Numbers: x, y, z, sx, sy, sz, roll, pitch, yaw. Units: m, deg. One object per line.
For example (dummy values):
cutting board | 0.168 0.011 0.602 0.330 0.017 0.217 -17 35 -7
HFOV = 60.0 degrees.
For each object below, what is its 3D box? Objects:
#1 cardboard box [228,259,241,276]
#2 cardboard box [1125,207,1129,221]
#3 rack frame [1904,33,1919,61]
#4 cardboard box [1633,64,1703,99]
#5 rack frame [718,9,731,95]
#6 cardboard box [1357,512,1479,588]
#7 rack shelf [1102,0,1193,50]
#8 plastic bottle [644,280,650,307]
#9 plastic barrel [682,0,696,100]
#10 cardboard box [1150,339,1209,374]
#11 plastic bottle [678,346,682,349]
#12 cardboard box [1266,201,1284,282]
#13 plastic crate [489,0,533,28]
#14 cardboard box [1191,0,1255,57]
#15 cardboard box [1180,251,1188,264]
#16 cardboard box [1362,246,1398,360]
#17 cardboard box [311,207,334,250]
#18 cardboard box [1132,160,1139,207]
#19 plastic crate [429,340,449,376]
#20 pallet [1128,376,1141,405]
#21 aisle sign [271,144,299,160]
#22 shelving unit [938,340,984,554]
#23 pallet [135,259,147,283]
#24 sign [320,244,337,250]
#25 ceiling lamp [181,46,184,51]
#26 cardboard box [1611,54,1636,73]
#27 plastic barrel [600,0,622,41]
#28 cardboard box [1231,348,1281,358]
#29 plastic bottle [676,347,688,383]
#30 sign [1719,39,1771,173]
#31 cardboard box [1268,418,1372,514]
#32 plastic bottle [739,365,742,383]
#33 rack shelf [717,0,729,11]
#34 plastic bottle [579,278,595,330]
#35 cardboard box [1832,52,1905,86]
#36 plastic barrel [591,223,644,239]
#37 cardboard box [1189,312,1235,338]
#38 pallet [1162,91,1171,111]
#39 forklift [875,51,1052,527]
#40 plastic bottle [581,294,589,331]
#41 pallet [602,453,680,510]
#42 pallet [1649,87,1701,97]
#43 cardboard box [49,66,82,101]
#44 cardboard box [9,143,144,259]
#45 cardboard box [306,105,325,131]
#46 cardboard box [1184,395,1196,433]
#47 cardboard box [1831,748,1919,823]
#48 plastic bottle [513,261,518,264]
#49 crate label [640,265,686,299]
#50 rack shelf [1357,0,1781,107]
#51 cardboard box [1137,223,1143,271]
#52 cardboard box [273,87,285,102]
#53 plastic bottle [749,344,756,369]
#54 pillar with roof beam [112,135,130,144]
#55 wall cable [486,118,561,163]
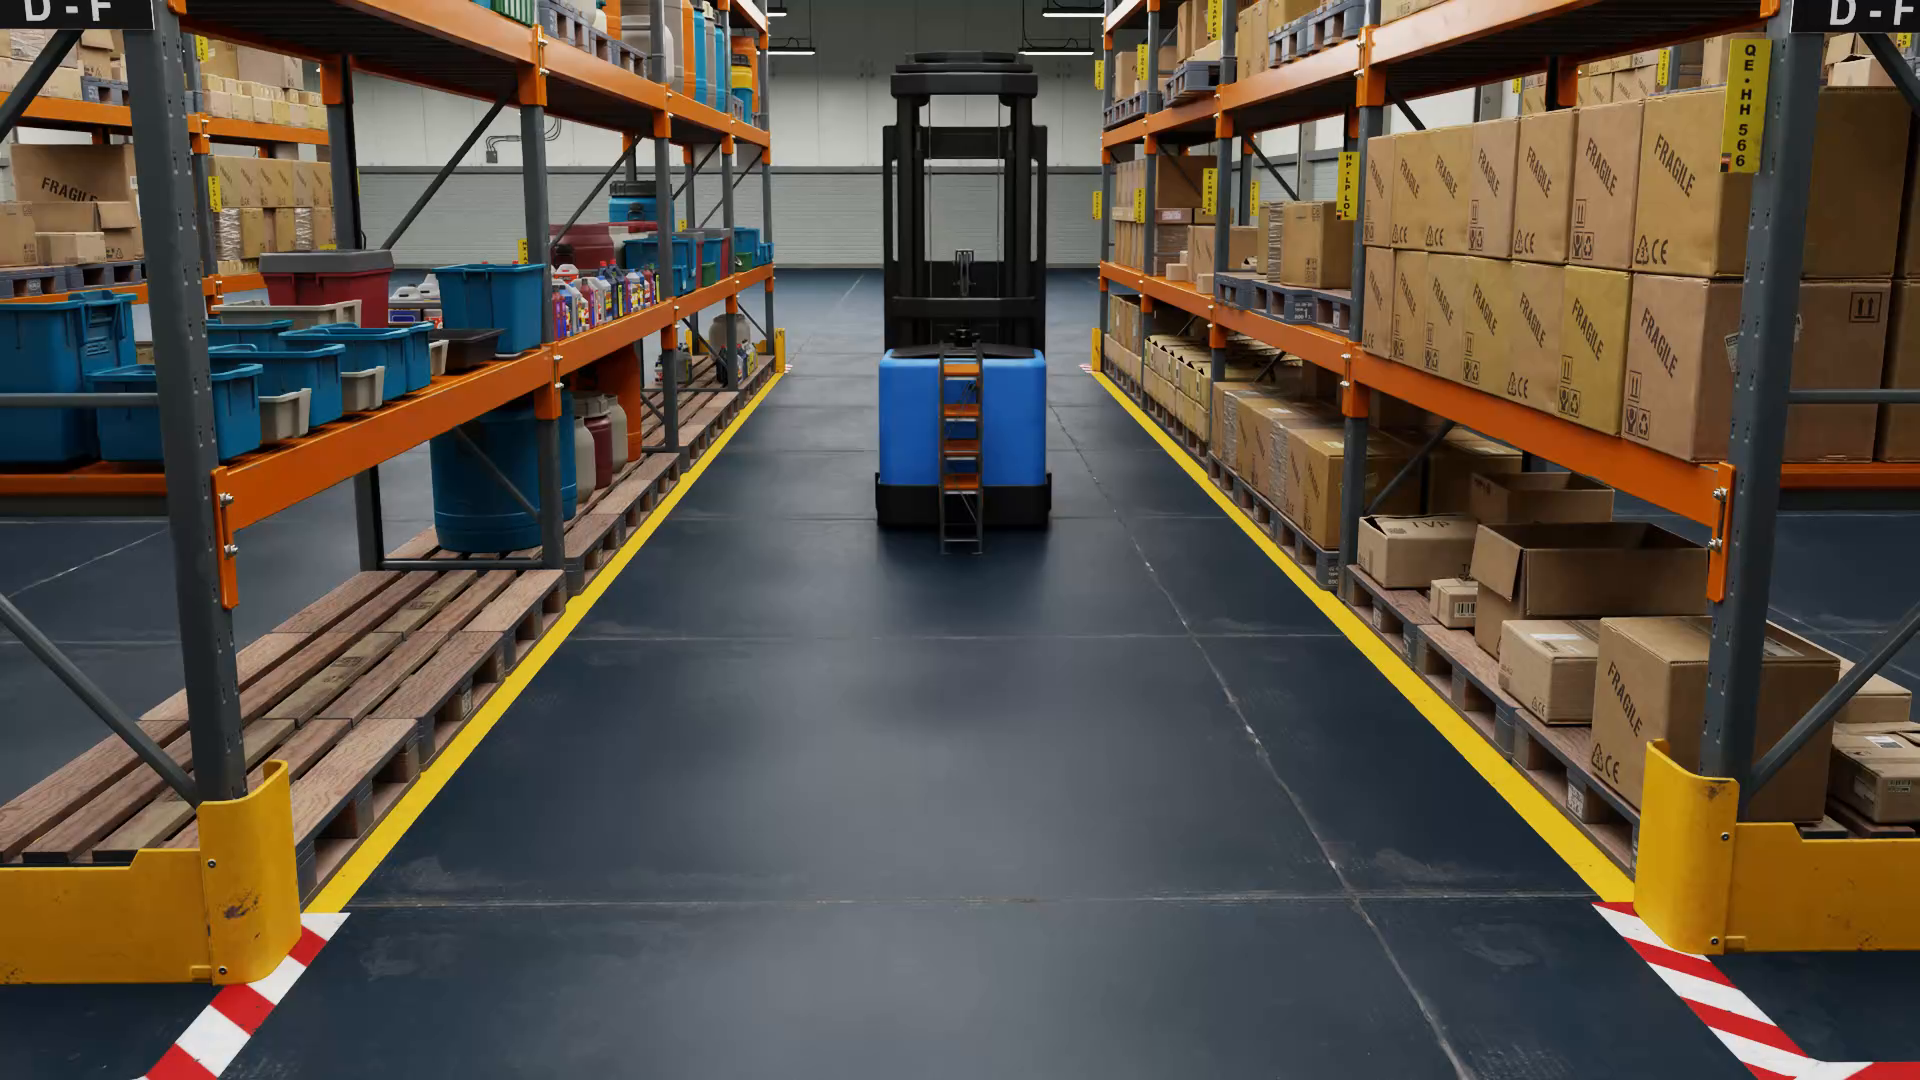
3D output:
cardboard box | -7.320 -2.682 16.365 0.380 0.149 0.250 0 11 -1
cardboard box | 2.019 -3.578 18.269 0.380 0.149 0.250 0 11 -2
rack frame | 7.315 -4.917 11.663 1.000 3.000 0.127 0 11 -1
cardboard box | 6.975 -4.401 16.361 0.500 0.500 0.500 0 11 0
rack frame | -2.672 -5.671 15.382 1.000 3.000 0.127 0 11 -1
cardboard box | 2.238 0.026 8.044 0.500 0.311 0.500 0 11 -1
rack shelf | 2.239 -5.540 17.549 1.077 0.370 4.000 0 11 -1
plastic bottle | -2.166 -1.691 11.351 0.097 0.201 0.097 0 11 0
plastic barrel | -2.403 -3.911 13.168 0.600 0.830 0.708 0 11 -1
cardboard box | 2.045 -1.701 15.350 0.500 0.311 0.500 0 11 -2
plastic bottle | -3.020 -1.955 17.908 0.097 0.271 0.097 0 11 0
cardboard box | 2.317 -1.903 10.589 0.700 0.500 0.500 2 12 10
plastic crate | -2.196 -2.424 7.453 0.450 0.188 0.662 0 11 -1
cardboard box | 2.288 -4.485 14.512 0.500 0.500 0.500 1 12 4
cardboard box | 2.334 -2.580 15.608 0.500 0.250 0.500 0 11 2
cardboard box | 2.184 -1.107 7.721 0.500 0.500 0.500 0 11 0
cardboard box | -7.593 -3.493 18.731 0.875 0.500 0.500 0 11 -1
cardboard box | 2.234 -3.823 17.846 0.700 0.500 0.500 0 11 -1
plastic crate | -2.170 -0.696 6.460 0.293 0.136 0.466 0 11 -1
pallet | 2.306 -1.543 17.132 1.003 0.211 1.213 0 11 -1
aisle sign | -8.008 -4.791 19.593 0.394 0.787 0.004 0 11 -1
shelving unit | 0.003 -0.555 9.778 0.258 1.200 0.503 0 11 -1
pallet | -7.754 -2.464 15.145 1.003 0.211 1.213 0 11 -1
sign | -3.057 -1.275 8.103 0.100 0.325 0.005 0 11 -1
ceiling lamp | -19.255 -14.318 43.320 2.000 3.185 0.800 0 11 -1
cardboard box | 6.929 -4.999 16.794 0.500 0.500 0.500 0 11 2
plastic barrel | -2.581 -3.710 11.120 0.600 0.830 0.708 0 11 -1
cardboard box | 2.607 -1.502 14.368 0.500 0.311 0.500 0 11 -2
plastic bottle | -2.829 -1.776 16.826 0.144 0.351 0.185 0 11 -1
sign | 1.973 -1.090 4.179 0.100 0.325 0.005 0 11 -1
cardboard box | 2.137 -0.446 9.894 0.500 0.500 0.500 0 11 0
plastic bottle | -2.245 -1.681 16.733 0.097 0.201 0.097 0 11 0
rack shelf | -2.631 -4.725 13.533 1.077 0.370 4.000 0 11 -1
plastic bottle | -2.106 -1.335 9.389 0.061 0.283 0.133 0 11 -1
cardboard box | 7.031 -3.555 12.668 0.500 0.311 0.500 0 11 -1
plastic barrel | -2.848 -2.375 13.880 0.433 0.535 0.433 0 11 0
cardboard box | 2.584 -2.070 16.692 0.500 0.500 0.500 0 11 -1
pallet | 2.311 -3.952 14.931 0.805 0.209 1.217 -1 11 -3
forklift | 0.036 -1.764 11.382 1.130 2.935 3.031 0 11 1
plastic bottle | -2.122 -1.272 9.284 0.097 0.201 0.097 0 11 0
pallet | -2.532 -0.413 11.564 1.003 0.211 1.213 0 11 -1
pallet | 7.139 -4.027 15.292 1.213 0.211 1.003 0 11 -1
cardboard box | -7.327 -3.611 13.147 0.500 0.250 0.500 0 11 0
cardboard box | -7.748 -3.052 14.995 1.000 1.000 1.000 0 11 -1
cardboard box | -7.430 -4.709 18.557 0.500 0.250 0.500 0 11 -1
cardboard box | 2.094 -1.020 13.403 0.500 0.250 0.500 0 11 -2
cardboard box | 2.863 0.731 4.974 0.380 0.149 0.250 0 11 -1
plastic bottle | -2.726 -1.545 10.253 0.144 0.351 0.185 0 11 -1
crate label | -2.223 -1.939 12.496 0.303 0.233 0.416 0 11 -1
rack shelf | 2.487 -1.881 6.050 1.077 0.370 4.000 0 11 -1
cardboard box | 2.241 -3.093 17.508 0.700 0.500 0.500 0 11 0
cardboard box | -7.410 -4.731 17.664 0.380 0.149 0.250 -1 11 -4
plastic bottle | -2.301 -1.994 18.086 0.152 0.276 0.135 0 11 -1
pillar with roof beam | -19.780 -12.223 47.677 9.100 9.000 0.548 0 11 -1
wall cable | -13.331 -14.499 50.342 2.305 6.003 0.169 0 11 -1
